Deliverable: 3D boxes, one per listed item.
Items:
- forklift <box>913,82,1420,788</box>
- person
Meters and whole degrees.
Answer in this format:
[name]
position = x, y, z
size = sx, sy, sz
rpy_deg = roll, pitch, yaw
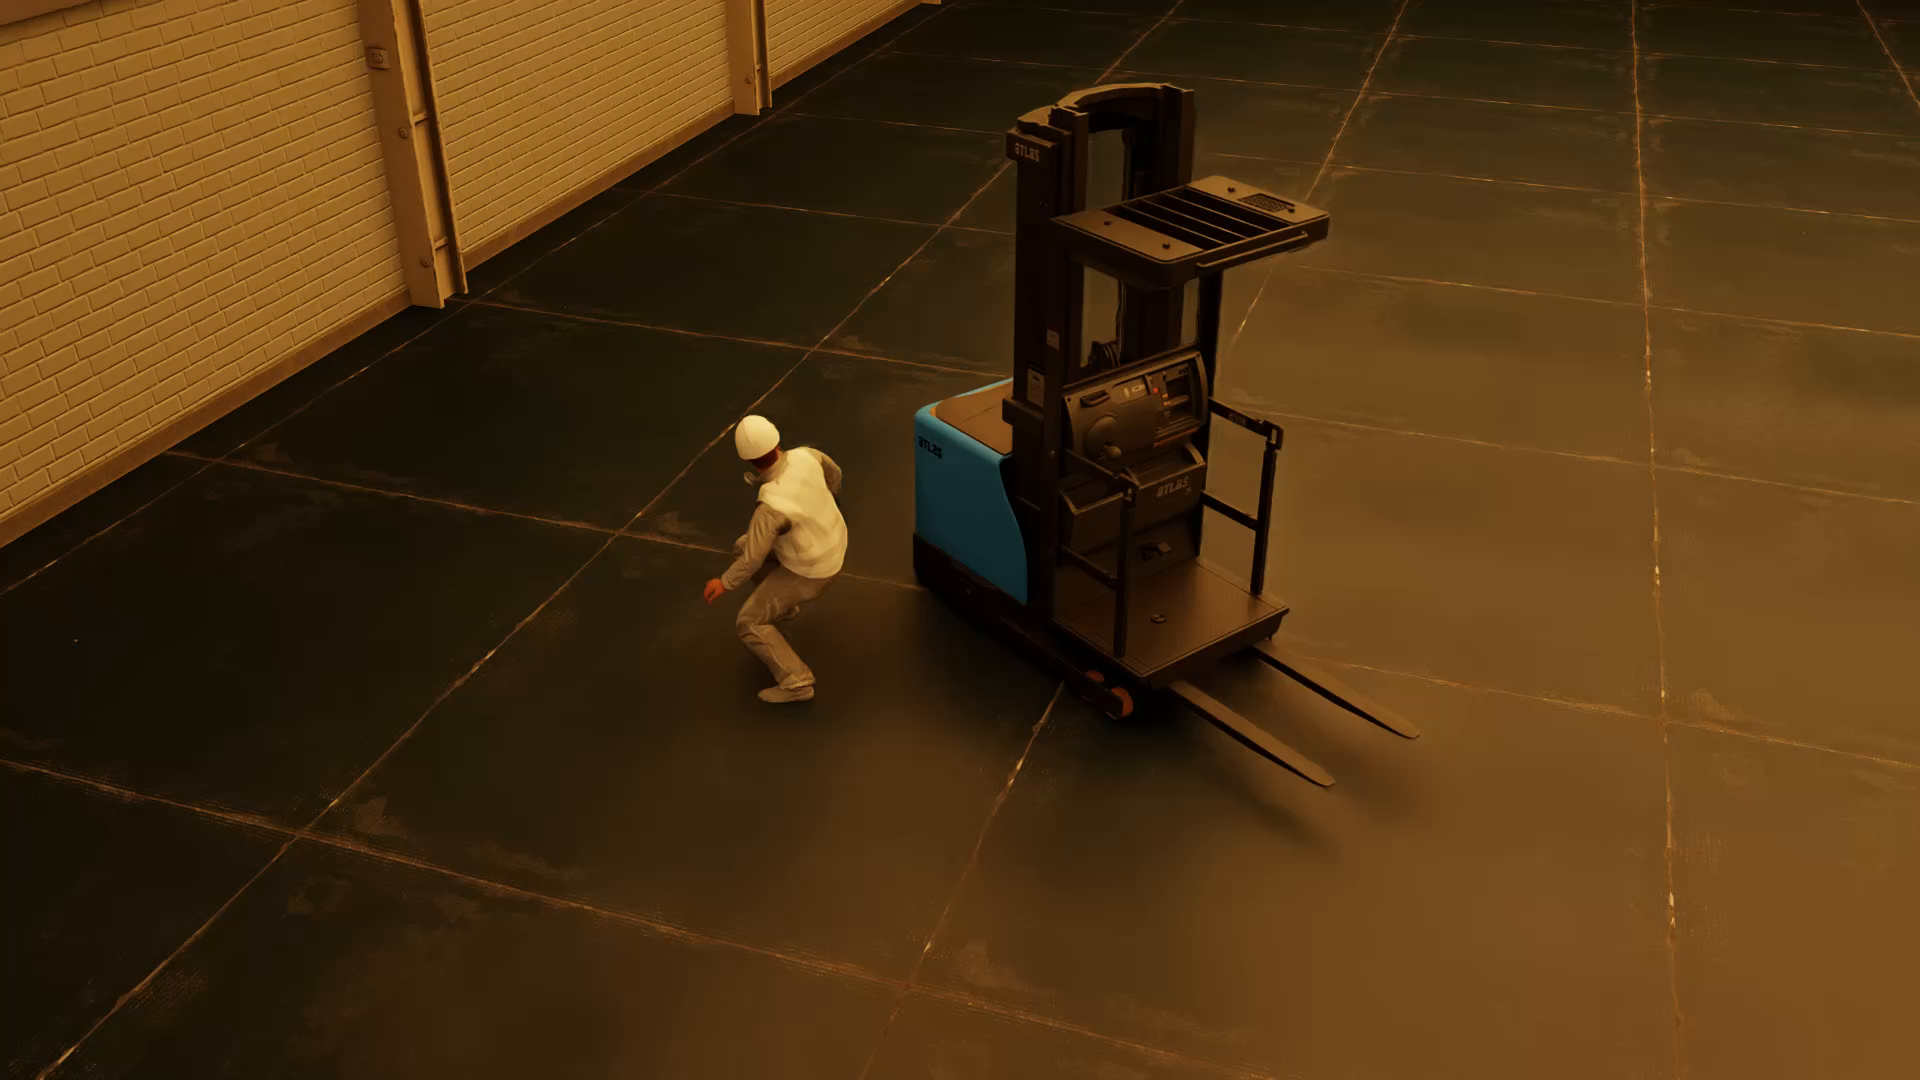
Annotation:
[forklift]
position = 1.027, -0.636, 8.252
size = 1.130, 2.935, 3.031
rpy_deg = -21, 36, -32
[person]
position = -0.931, 0.025, 8.560
size = 0.678, 1.541, 0.781
rpy_deg = 5, 30, 9
